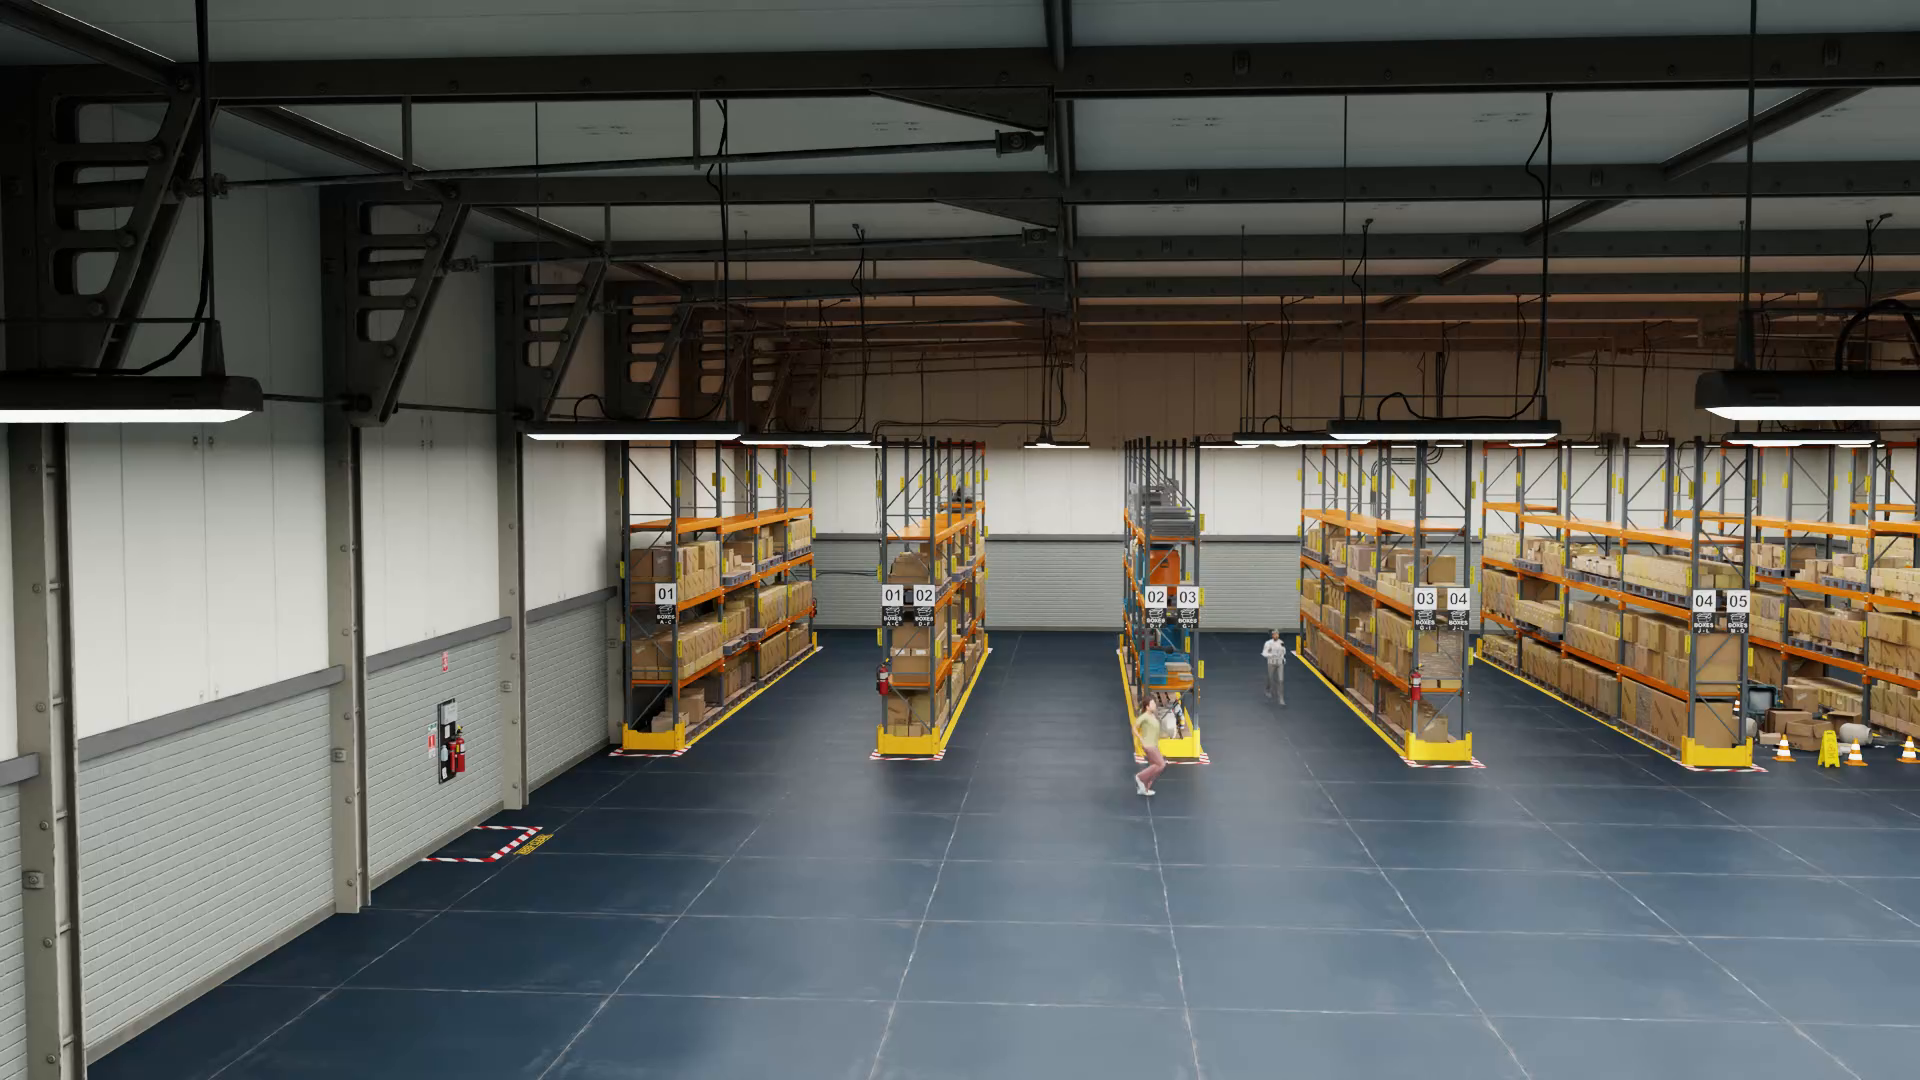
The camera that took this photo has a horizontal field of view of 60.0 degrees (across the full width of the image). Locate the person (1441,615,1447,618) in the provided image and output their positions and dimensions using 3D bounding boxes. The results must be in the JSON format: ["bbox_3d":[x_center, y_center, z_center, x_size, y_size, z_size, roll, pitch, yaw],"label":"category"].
[{"bbox_3d":[13.165,2.426,45.509,0.703,1.825,0.890,1,3,12],"label":"person"}]

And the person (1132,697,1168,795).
[{"bbox_3d":[3.188,3.424,27.584,0.535,1.624,0.568,2,3,27],"label":"person"}]

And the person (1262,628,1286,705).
[{"bbox_3d":[7.146,2.836,37.720,0.610,1.701,0.920,0,3,-8],"label":"person"}]
